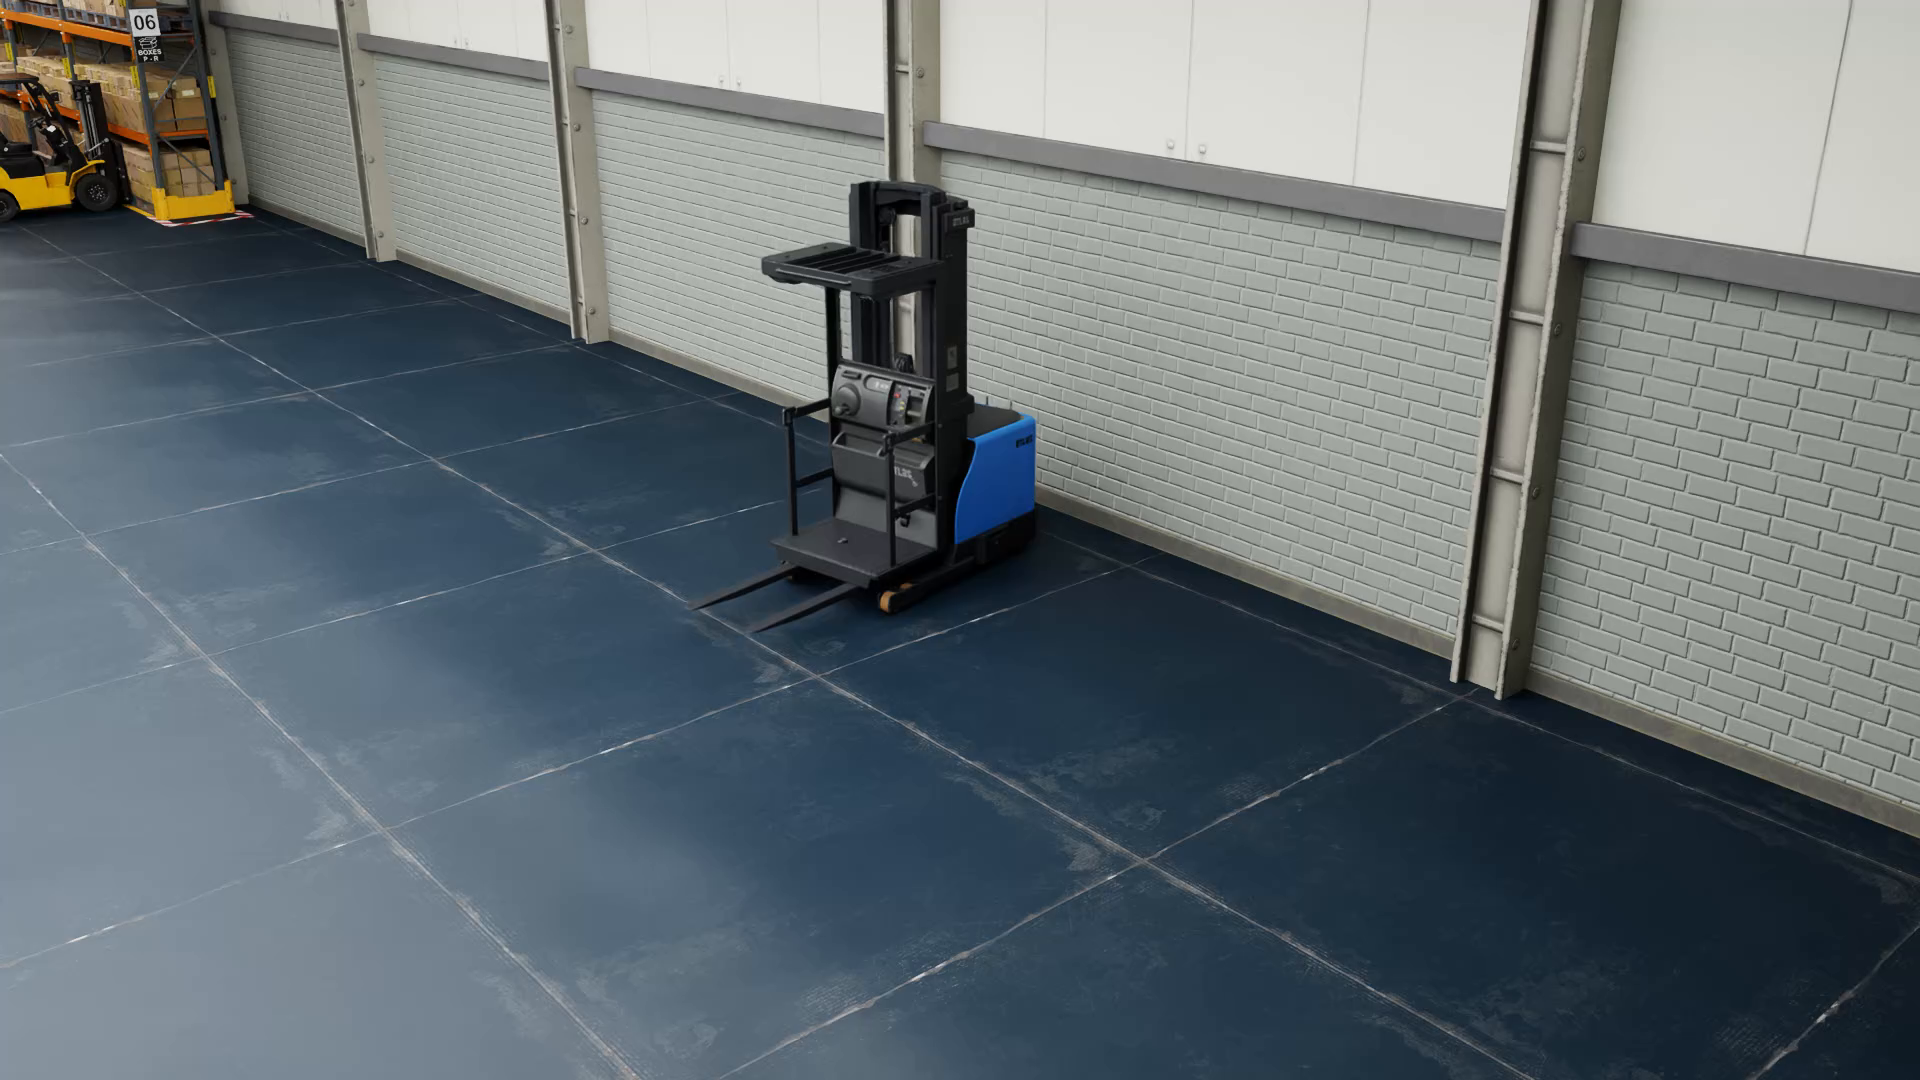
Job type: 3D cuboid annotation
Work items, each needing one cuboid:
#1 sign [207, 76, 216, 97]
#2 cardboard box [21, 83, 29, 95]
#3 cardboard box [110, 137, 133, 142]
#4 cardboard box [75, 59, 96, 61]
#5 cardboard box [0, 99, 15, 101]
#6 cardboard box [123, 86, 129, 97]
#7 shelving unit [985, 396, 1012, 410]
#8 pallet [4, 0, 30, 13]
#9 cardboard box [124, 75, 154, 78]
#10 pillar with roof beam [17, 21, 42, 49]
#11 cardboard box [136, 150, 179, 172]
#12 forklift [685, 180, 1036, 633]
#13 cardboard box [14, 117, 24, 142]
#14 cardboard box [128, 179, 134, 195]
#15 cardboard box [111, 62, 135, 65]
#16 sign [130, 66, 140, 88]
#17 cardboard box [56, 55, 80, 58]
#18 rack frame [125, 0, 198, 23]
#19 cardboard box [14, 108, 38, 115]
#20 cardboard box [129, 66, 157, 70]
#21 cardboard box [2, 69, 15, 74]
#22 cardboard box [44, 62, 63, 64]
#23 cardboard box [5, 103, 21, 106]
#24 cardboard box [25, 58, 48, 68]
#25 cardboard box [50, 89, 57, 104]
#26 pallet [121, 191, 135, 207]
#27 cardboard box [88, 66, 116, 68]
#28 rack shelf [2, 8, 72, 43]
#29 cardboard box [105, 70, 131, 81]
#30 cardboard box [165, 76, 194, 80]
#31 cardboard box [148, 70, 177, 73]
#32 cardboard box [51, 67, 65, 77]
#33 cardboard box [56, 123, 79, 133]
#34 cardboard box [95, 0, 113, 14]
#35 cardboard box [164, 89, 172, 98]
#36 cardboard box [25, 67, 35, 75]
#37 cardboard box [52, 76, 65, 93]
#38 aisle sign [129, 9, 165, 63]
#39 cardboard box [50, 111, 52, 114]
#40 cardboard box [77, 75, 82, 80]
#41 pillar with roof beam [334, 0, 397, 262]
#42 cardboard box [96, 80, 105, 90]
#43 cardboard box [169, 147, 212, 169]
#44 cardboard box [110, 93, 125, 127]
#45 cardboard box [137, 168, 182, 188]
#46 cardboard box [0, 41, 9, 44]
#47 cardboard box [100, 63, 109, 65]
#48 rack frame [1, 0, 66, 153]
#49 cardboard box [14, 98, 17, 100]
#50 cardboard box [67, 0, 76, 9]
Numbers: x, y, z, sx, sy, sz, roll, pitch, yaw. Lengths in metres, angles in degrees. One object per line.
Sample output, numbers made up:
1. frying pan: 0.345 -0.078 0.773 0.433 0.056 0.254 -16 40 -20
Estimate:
1. sign: -11.959 -7.238 26.556 0.100 0.325 0.005 -17 27 -37
2. cardboard box: -17.501 -8.627 31.604 0.500 0.250 0.500 -17 27 -37
3. cardboard box: -14.257 -6.667 28.216 0.500 0.250 0.500 -16 27 -36
4. cardboard box: -16.311 -8.862 30.971 0.380 0.149 0.250 -18 28 -38
5. cardboard box: -19.769 -9.028 34.383 0.380 0.149 0.250 -19 28 -40
6. cardboard box: -13.288 -7.266 26.897 0.380 0.149 0.250 -18 27 -38
7. shelving unit: 0.259 -0.638 13.672 0.252 1.050 0.215 16 27 35
8. pallet: -17.095 -10.021 31.101 1.213 0.211 1.003 -16 26 -35
9. cardboard box: -13.259 -7.417 26.873 0.380 0.149 0.250 -17 27 -37
10. pillar with roof beam: -23.250 -12.159 32.188 9.100 9.000 0.400 -17 27 -37
11. cardboard box: -12.921 -6.101 26.773 0.500 0.250 0.500 -16 27 -36
12. forklift: -0.711 -1.033 12.101 1.130 2.935 3.031 17 27 36
13. cardboard box: -18.363 -8.116 32.944 0.500 0.500 0.500 -18 28 -38
14. cardboard box: -13.567 -5.918 27.674 0.500 0.250 0.500 -17 27 -37
15. cardboard box: -14.557 -8.244 28.984 0.380 0.149 0.250 -17 27 -37
16. sign: -12.804 -7.192 25.820 0.100 0.325 0.005 -17 27 -37
17. cardboard box: -16.985 -9.139 31.678 0.380 0.149 0.250 -17 27 -36
18. rack frame: -12.384 -9.461 25.301 1.000 3.000 0.127 -17 27 -37
19. cardboard box: -18.460 -8.439 32.880 0.380 0.149 0.250 -19 28 -39
20. cardboard box: -13.877 -7.964 28.270 0.380 0.149 0.250 -18 28 -38
21. cardboard box: -18.325 -9.047 32.237 0.380 0.149 0.250 -17 27 -36
22. cardboard box: -16.527 -8.665 30.469 0.380 0.149 0.250 -17 27 -37
23. cardboard box: -19.086 -8.741 33.650 0.380 0.149 0.250 -17 27 -37
24. cardboard box: -17.258 -8.930 31.144 0.380 0.149 0.250 -17 27 -36
25. cardboard box: -16.155 -8.062 30.160 0.500 0.250 0.500 -17 27 -37
26. pallet: -13.707 -5.908 28.277 1.003 0.211 1.213 -17 27 -37
27. cardboard box: -14.599 -7.982 28.316 0.380 0.149 0.250 -18 28 -38
28. rack shelf: -16.300 -9.387 30.211 1.077 0.370 4.000 -17 27 -37
29. cardboard box: -13.934 -7.700 27.595 0.380 0.149 0.250 -17 27 -37
30. cardboard box: -12.567 -7.387 26.796 0.380 0.149 0.250 -16 27 -36
31. cardboard box: -13.207 -7.683 27.553 0.380 0.149 0.250 -18 28 -39
32. cardboard box: -15.960 -8.351 29.666 0.380 0.149 0.250 -19 28 -39
33. cardboard box: -16.337 -7.428 31.015 0.875 0.625 0.625 -19 28 -40
34. cardboard box: -13.450 -8.724 26.682 0.700 0.500 0.500 -17 27 -37
35. cardboard box: -12.618 -7.225 26.791 0.380 0.149 0.250 -17 27 -37
36. cardboard box: -17.175 -8.722 31.159 0.500 0.250 0.500 -16 27 -36
37. cardboard box: -15.850 -8.151 29.702 0.500 0.250 0.500 -18 28 -39
38. aisle sign: -12.563 -7.790 25.696 0.394 0.787 0.004 -17 27 -37
39. cardboard box: -17.863 -8.510 33.060 0.380 0.149 0.250 -16 27 -36
40. cardboard box: -14.986 -7.971 28.695 0.380 0.149 0.250 -18 28 -38
41. pillar with roof beam: -11.500 -7.185 19.491 9.100 9.000 0.400 -17 27 -37
42. cardboard box: -14.172 -7.610 27.775 0.380 0.149 0.250 -19 28 -39
43. cardboard box: -12.554 -6.226 27.091 0.500 0.250 0.500 -18 28 -38
44. cardboard box: -13.570 -7.075 27.297 0.500 0.500 0.500 -18 28 -38
45. cardboard box: -12.938 -5.876 26.882 0.500 0.250 0.500 -18 28 -38
46. cardboard box: -19.732 -9.895 33.922 0.700 0.500 0.500 -17 27 -37
47. cardboard box: -15.685 -8.566 30.215 0.380 0.149 0.250 -17 27 -37
48. rack frame: -17.606 -8.878 32.038 1.000 3.000 0.127 -17 27 -37
49. cardboard box: -19.582 -9.212 34.854 0.380 0.149 0.250 -17 27 -37
50. cardboard box: -14.636 -9.082 27.856 0.500 0.311 0.500 -17 27 -36
